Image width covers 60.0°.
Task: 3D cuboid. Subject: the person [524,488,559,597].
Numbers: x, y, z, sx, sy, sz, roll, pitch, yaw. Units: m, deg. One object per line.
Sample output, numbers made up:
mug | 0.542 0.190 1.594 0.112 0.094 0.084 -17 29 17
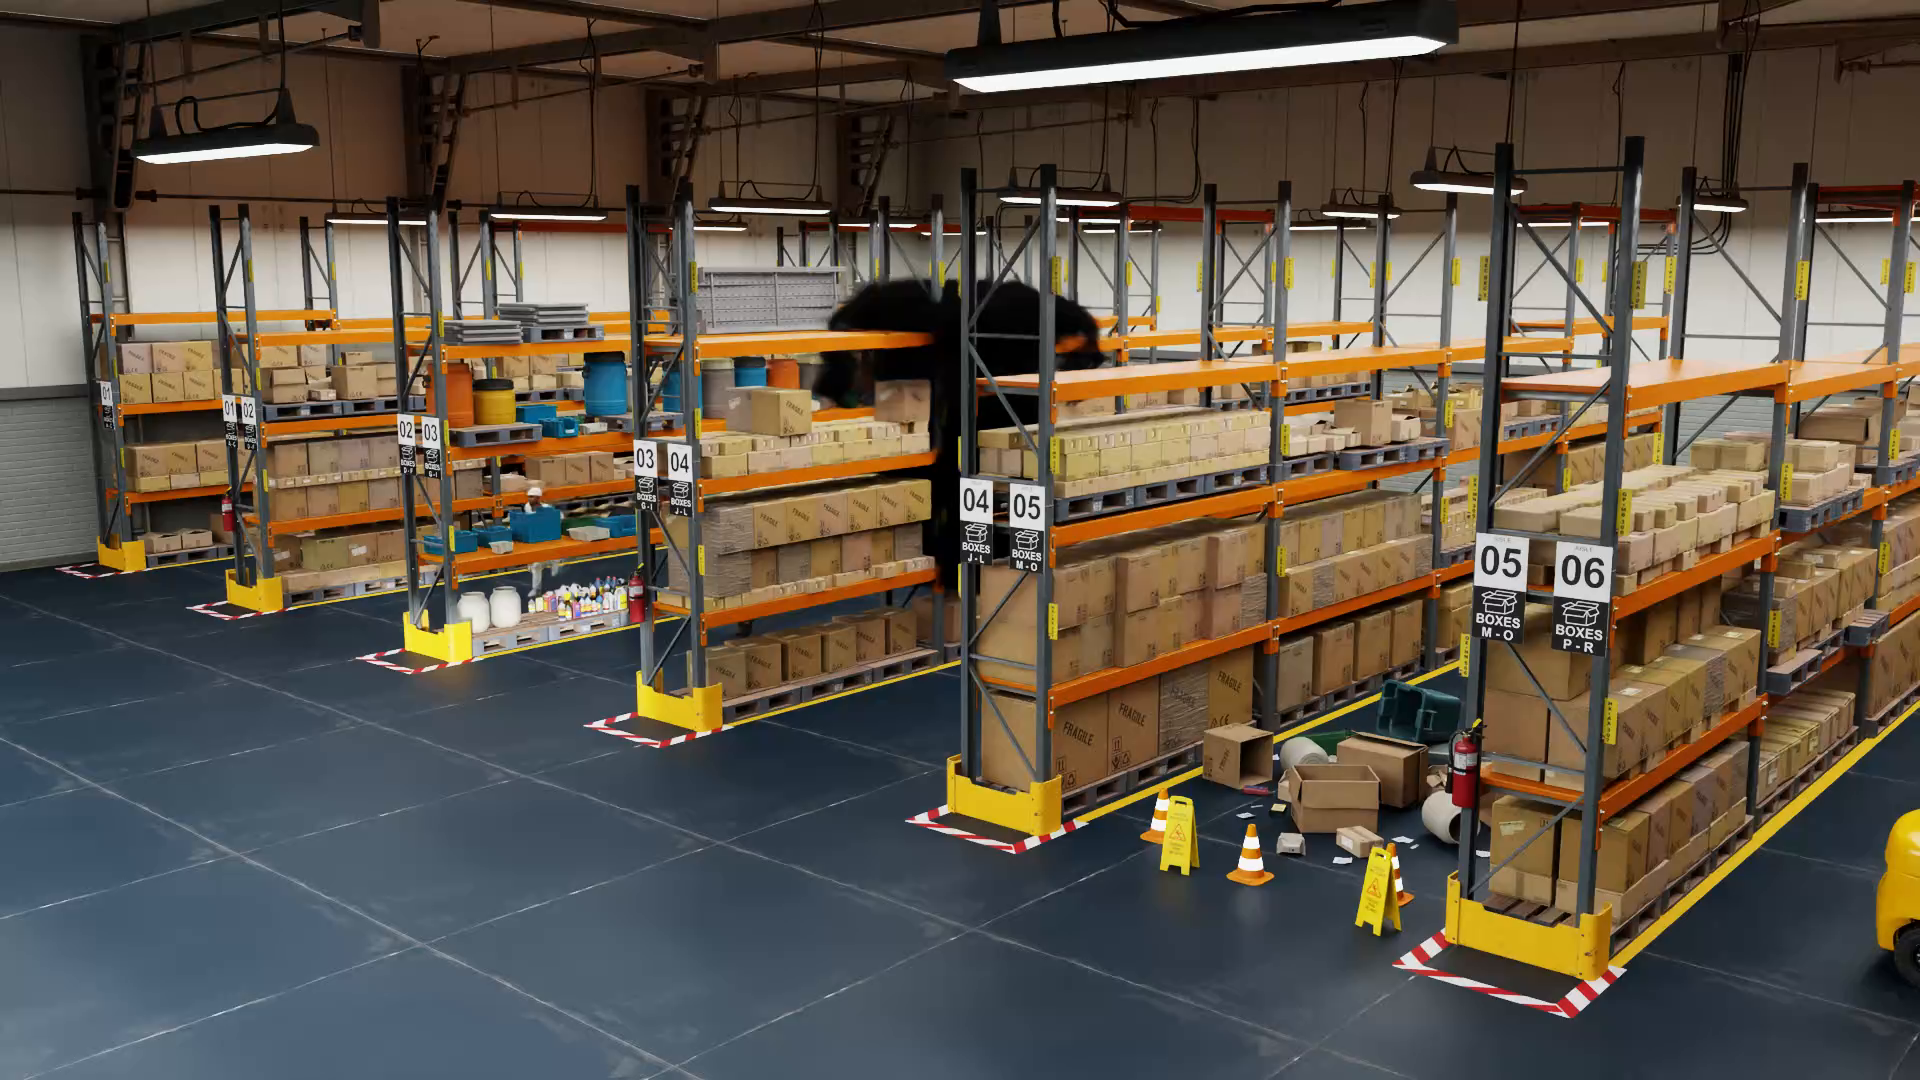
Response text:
person | -6.576 0.006 26.185 0.735 1.720 0.708 6 11 31

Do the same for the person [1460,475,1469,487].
person | 8.236 -0.186 27.181 0.607 1.739 0.699 -7 12 -35

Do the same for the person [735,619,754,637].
person | -3.067 0.535 22.909 0.633 1.678 0.719 3 10 19
